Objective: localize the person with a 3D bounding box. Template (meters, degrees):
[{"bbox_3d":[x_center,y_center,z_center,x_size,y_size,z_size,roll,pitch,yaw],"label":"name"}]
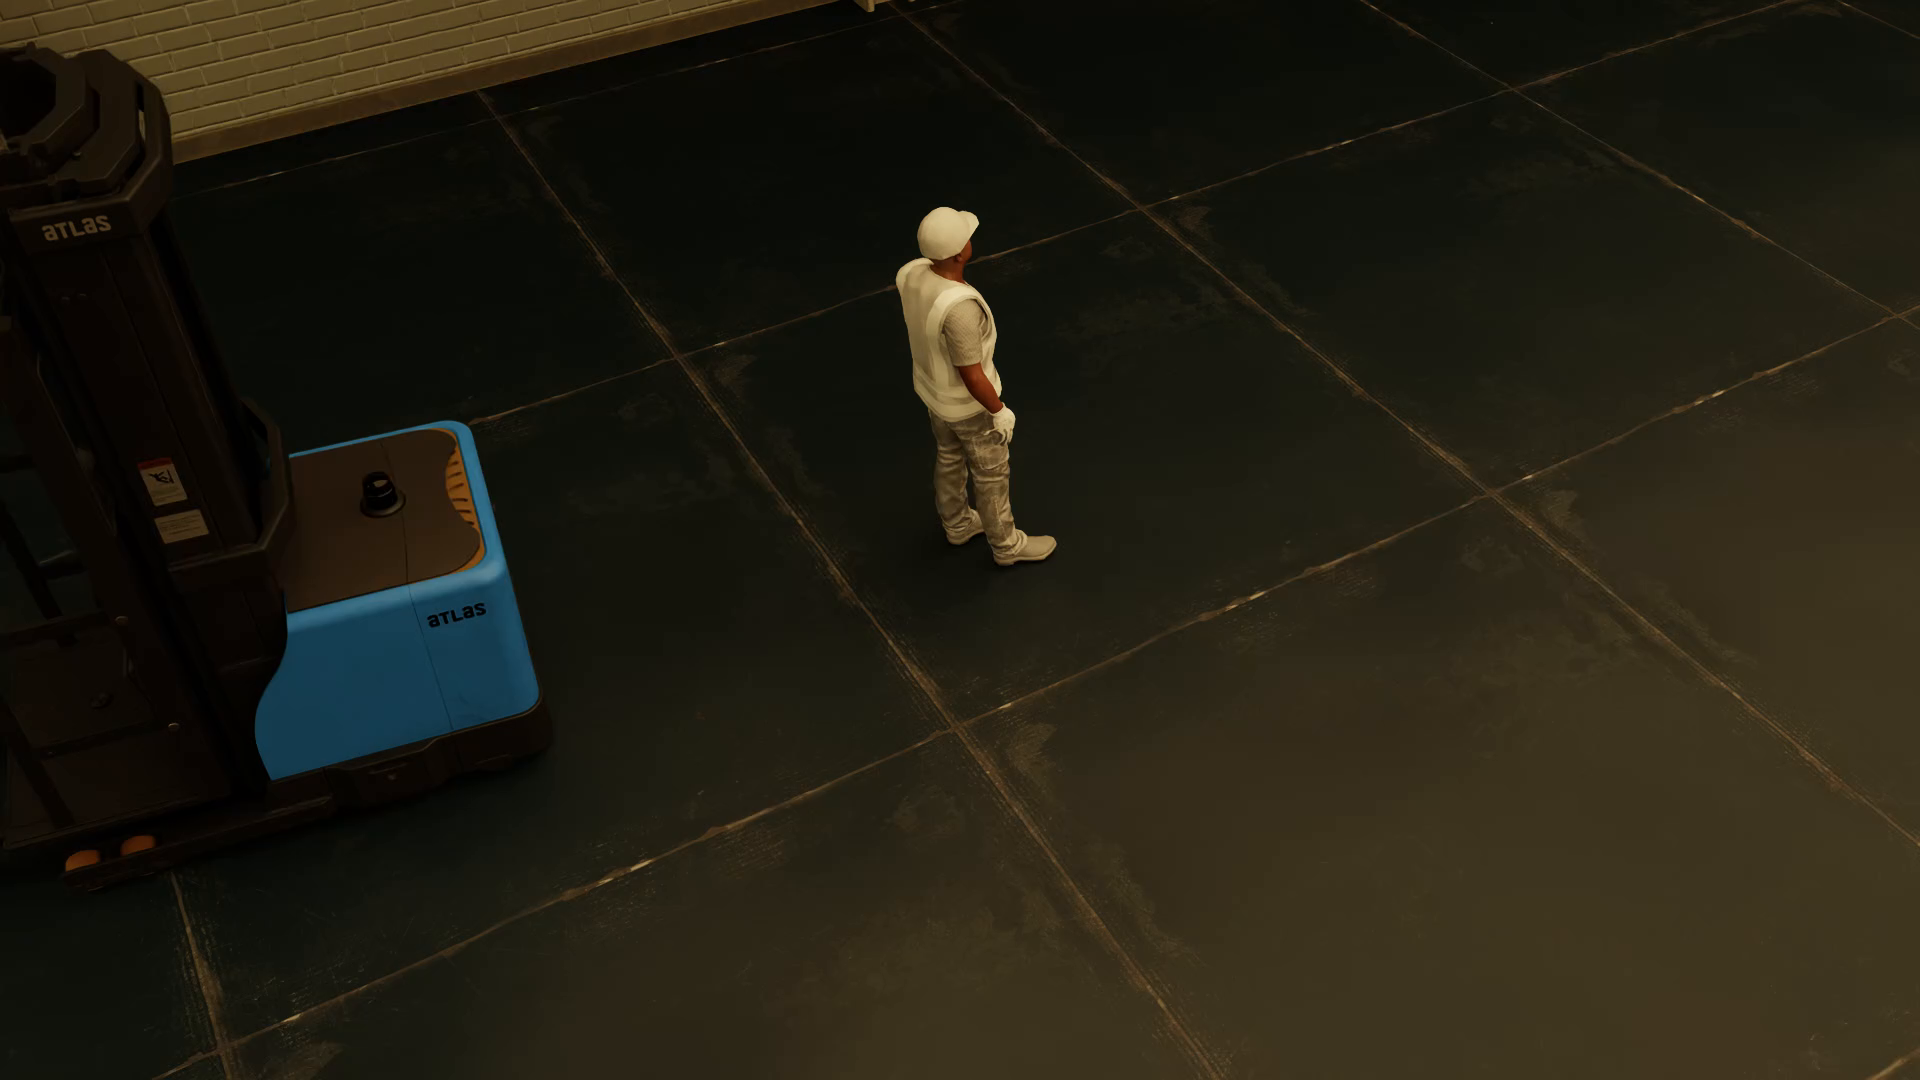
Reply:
[{"bbox_3d":[0.067,-0.678,7.262,0.577,1.782,0.656,-21,47,-21],"label":"person"}]

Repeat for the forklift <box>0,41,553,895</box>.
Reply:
[{"bbox_3d":[-3.256,-0.134,5.842,3.031,2.935,1.130,-15,45,-15],"label":"forklift"}]
